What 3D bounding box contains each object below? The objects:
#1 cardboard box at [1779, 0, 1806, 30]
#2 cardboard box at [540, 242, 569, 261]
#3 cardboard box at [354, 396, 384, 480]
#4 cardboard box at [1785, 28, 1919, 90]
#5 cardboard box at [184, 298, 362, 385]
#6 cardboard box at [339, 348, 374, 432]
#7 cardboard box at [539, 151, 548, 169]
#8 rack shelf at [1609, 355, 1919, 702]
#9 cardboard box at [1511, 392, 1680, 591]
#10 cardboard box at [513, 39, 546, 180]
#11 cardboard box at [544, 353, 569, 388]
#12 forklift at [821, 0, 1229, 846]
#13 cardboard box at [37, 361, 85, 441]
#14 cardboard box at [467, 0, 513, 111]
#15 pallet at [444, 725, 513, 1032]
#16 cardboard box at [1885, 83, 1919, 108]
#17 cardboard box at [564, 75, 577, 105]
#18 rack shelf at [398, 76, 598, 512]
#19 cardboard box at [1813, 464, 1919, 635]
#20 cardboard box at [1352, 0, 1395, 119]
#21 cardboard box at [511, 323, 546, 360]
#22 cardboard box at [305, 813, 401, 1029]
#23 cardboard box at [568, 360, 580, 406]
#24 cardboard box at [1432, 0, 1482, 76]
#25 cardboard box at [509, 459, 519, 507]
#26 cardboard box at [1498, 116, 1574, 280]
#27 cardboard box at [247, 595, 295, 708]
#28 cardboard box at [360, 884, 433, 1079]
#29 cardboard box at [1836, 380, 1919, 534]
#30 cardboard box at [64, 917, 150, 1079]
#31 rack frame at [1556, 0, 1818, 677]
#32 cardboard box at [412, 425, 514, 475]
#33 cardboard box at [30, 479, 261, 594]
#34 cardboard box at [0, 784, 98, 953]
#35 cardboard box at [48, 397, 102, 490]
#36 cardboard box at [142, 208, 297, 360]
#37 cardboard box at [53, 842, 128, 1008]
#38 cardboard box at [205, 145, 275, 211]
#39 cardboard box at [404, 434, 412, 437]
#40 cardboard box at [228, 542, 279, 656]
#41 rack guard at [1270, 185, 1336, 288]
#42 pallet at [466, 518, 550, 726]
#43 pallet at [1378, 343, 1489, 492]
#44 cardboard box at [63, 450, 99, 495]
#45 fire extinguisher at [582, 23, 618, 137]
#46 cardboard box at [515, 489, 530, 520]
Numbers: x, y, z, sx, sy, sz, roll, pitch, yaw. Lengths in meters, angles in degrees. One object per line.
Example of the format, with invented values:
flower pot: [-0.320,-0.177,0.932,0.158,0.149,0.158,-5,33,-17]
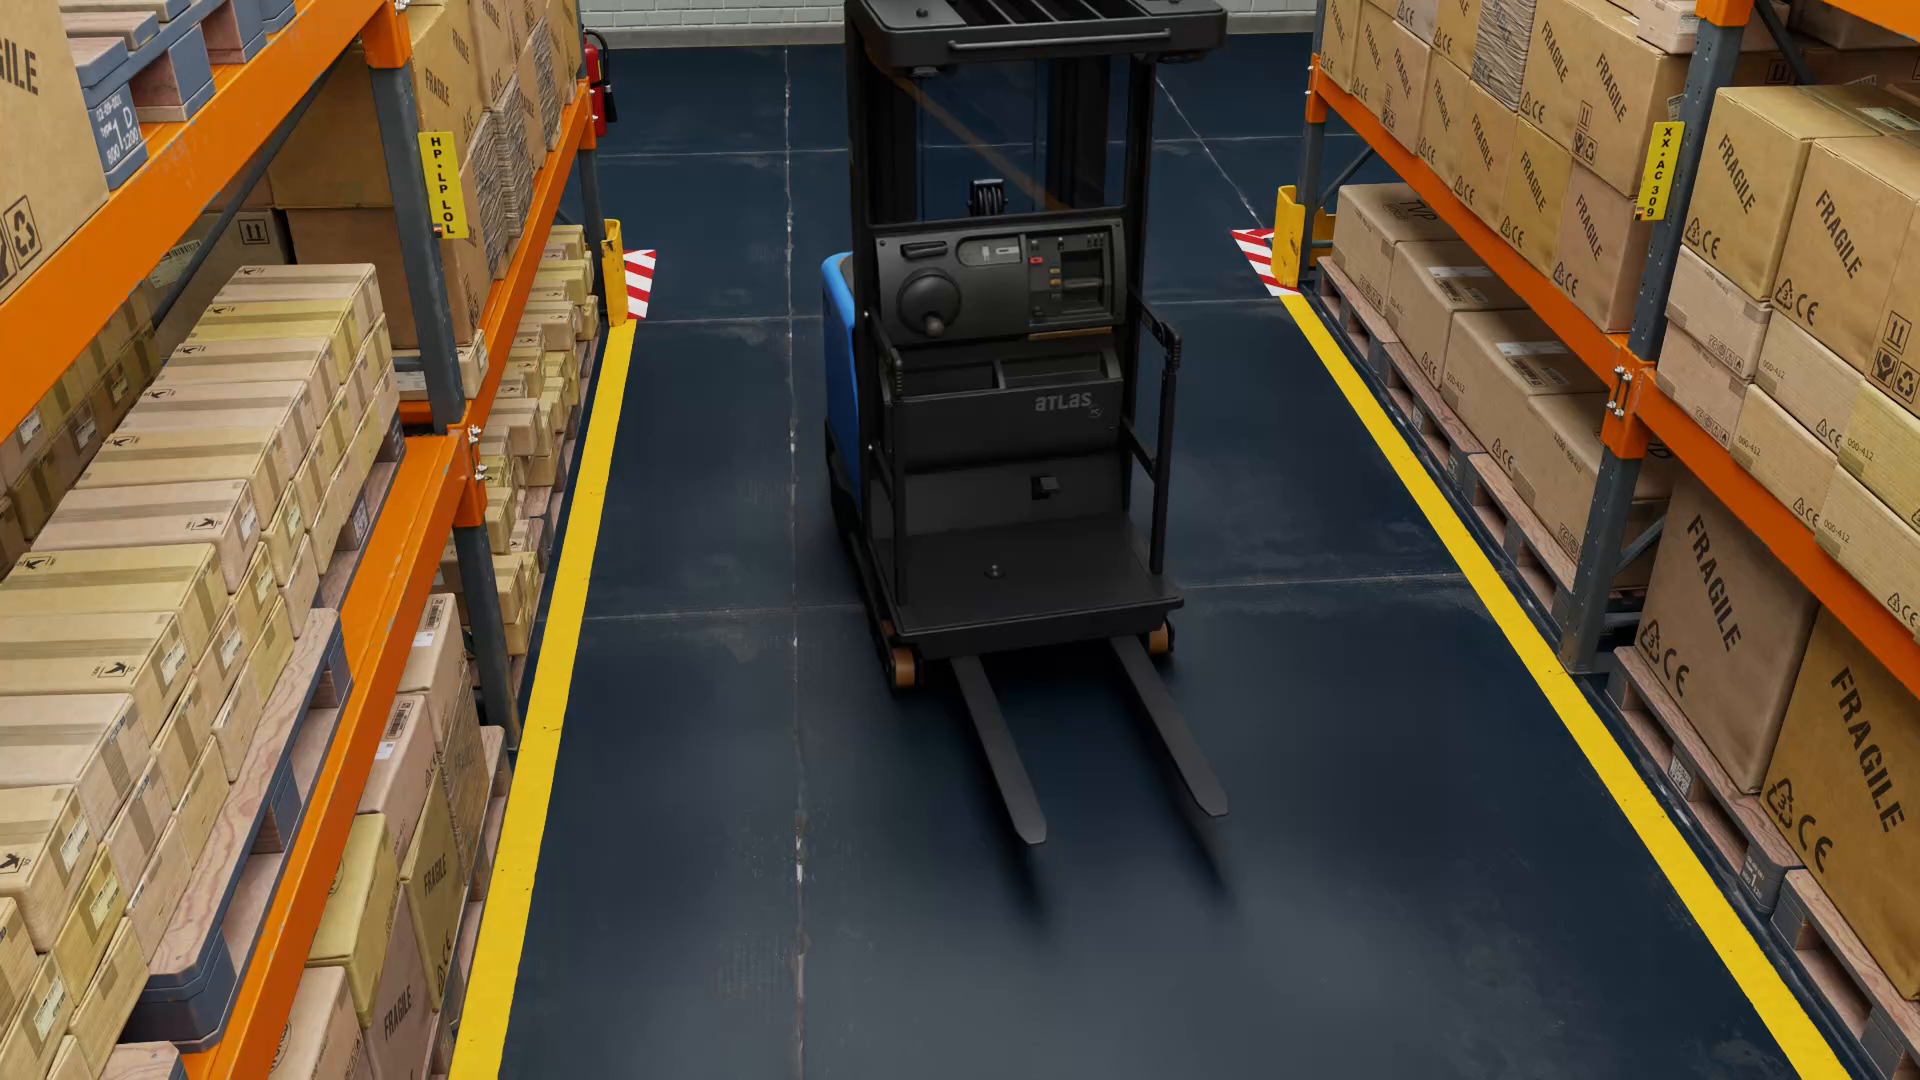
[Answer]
cardboard box: [3.015,-1.874,5.757,0.380,0.149,0.250,-2,31,-4]
cardboard box: [-2.199,-1.395,8.451,0.380,0.149,0.250,-2,31,-4]
cardboard box: [-1.834,-0.277,4.624,0.380,0.149,0.250,-3,31,-4]
cardboard box: [3.023,-1.546,5.841,0.500,0.500,0.500,-3,31,-4]
cardboard box: [-1.835,-0.526,4.460,0.380,0.149,0.250,-4,31,-6]
cardboard box: [-1.833,-0.403,4.544,0.380,0.149,0.250,-3,31,-4]
cardboard box: [-2.088,-1.791,7.568,0.380,0.149,0.250,-4,31,-7]
rack shelf: [3.013,0.511,4.172,1.077,0.370,4.000,-3,31,-5]
cardboard box: [2.874,-0.225,6.791,0.875,0.438,0.875,-3,31,-5]
cardboard box: [-2.032,-1.750,6.867,0.500,0.500,0.500,-1,31,-2]
cardboard box: [-2.016,-0.740,7.645,0.380,0.149,0.250,-1,31,-2]
forklift: [0.205,-0.906,5.909,1.130,2.935,3.031,-7,31,-11]
cardboard box: [-2.461,-0.362,4.187,0.380,0.149,0.250,-2,31,-4]
cardboard box: [-1.972,-1.895,6.135,0.500,0.500,0.500,-2,31,-4]
pallet: [-2.019,1.064,5.263,1.003,0.211,1.213,-3,31,-5]
cardboard box: [3.118,-1.075,5.053,0.500,0.500,0.500,-2,31,-3]
cardboard box: [-2.155,-2.312,8.441,0.380,0.149,0.250,-3,31,-5]
rack shelf: [-2.280,-1.243,7.107,1.077,0.370,4.000,-3,31,-5]
cardboard box: [2.686,0.009,4.456,0.500,0.250,0.500,-3,31,-5]
cardboard box: [2.286,-2.389,8.227,0.500,0.500,0.500,-3,31,-5]
cardboard box: [-2.092,-0.860,7.555,0.380,0.149,0.250,-4,31,-6]
cardboard box: [-1.673,0.941,4.047,0.500,0.250,0.500,-4,31,-7]
cardboard box: [-2.024,-0.752,7.955,0.380,0.149,0.250,-4,31,-7]
cardboard box: [2.372,-2.294,7.094,0.500,0.500,0.500,-3,31,-4]
cardboard box: [-2.002,-0.201,6.741,0.380,0.149,0.250,-4,31,-7]
cardboard box: [2.475,-1.349,6.486,0.500,0.500,0.500,-3,31,-6]
cardboard box: [-1.734,0.255,3.733,0.380,0.149,0.250,-1,31,-2]
cardboard box: [-1.682,1.252,4.257,0.500,0.500,0.500,-3,31,-6]
cardboard box: [2.684,-0.208,4.331,0.500,0.250,0.500,-2,31,-4]
cardboard box: [-1.637,0.789,2.840,0.380,0.149,0.250,-1,31,-2]
rack frame: [2.826,-0.819,5.697,1.000,3.000,0.127,-3,31,-5]
cardboard box: [-2.005,-0.330,6.669,0.380,0.149,0.250,-4,31,-6]
cardboard box: [-1.740,0.003,3.576,0.380,0.149,0.250,-4,31,-7]
cardboard box: [-1.640,0.541,2.675,0.380,0.149,0.250,-4,31,-7]
cardboard box: [-2.463,-0.244,4.278,0.380,0.149,0.250,-2,31,-3]
cardboard box: [-2.419,-0.935,5.502,0.500,0.500,0.500,-3,31,-5]
cardboard box: [-1.644,0.652,2.779,0.380,0.149,0.250,-3,31,-4]
cardboard box: [-2.406,-1.358,5.235,0.500,0.500,0.500,-4,31,-6]
cardboard box: [-2.493,-0.433,7.131,0.380,0.149,0.250,-4,31,-7]
cardboard box: [-1.732,0.136,3.643,0.380,0.149,0.250,-3,31,-4]
rack guard: [2.450,-1.801,9.777,1.175,0.500,0.348,-3,31,-5]
pallet: [-2.191,0.325,6.499,1.003,0.211,1.213,-3,31,-5]
pallet: [2.716,-0.638,8.113,1.003,0.211,1.213,-3,31,-5]
cardboard box: [-2.463,-0.111,4.346,0.380,0.149,0.250,-3,31,-4]
fire extinguisher: [-2.031,-2.530,9.000,0.296,0.674,0.183,-3,31,-5]
cardboard box: [-1.980,-0.076,6.822,0.380,0.149,0.250,-3,31,-6]
